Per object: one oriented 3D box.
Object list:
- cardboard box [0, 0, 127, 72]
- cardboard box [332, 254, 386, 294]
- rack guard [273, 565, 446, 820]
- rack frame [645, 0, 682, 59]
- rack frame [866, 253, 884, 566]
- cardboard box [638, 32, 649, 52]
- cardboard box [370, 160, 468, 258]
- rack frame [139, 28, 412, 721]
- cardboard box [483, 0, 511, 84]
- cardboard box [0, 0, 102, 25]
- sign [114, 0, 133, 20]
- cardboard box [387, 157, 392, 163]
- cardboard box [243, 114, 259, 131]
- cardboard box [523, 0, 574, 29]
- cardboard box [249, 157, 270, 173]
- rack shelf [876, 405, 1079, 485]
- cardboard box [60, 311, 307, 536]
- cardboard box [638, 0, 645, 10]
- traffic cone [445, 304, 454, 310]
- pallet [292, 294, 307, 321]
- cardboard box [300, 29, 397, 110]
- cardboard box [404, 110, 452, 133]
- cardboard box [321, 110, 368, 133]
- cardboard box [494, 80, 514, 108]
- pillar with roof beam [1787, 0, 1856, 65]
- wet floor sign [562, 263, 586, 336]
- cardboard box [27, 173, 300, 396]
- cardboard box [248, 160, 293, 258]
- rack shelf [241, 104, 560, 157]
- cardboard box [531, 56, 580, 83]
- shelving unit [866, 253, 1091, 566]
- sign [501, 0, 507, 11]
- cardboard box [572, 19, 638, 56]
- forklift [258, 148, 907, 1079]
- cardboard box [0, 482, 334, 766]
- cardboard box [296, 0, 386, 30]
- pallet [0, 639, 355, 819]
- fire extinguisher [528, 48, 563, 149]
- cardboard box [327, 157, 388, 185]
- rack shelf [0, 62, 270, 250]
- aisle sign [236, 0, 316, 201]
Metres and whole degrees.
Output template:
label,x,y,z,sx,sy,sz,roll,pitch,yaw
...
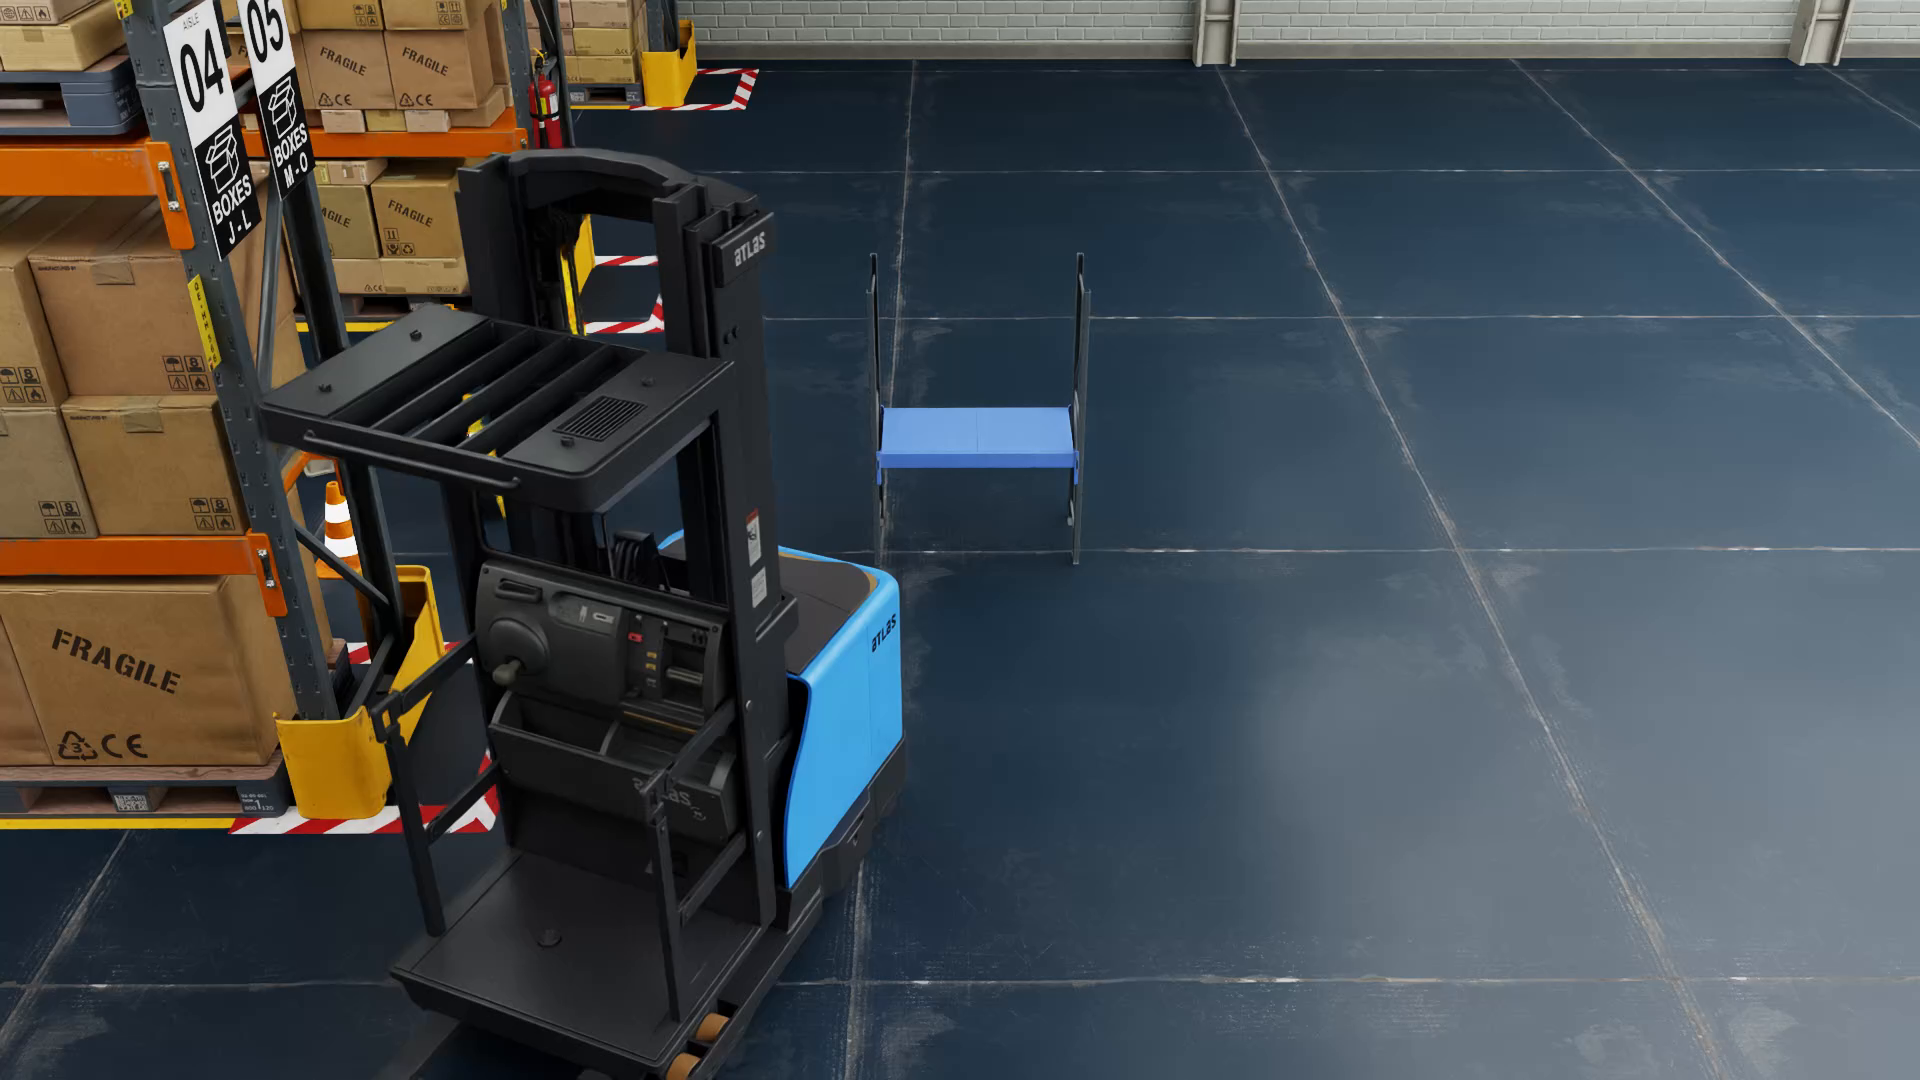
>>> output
label,x,y,z,sx,sy,sz,roll,pitch,yaw
cardboard box,-2.929,-1.655,5.435,0.250,0.149,0.380,0,31,0
cardboard box,-4.055,-1.866,11.180,0.500,0.250,0.500,0,31,0
rack guard,-2.575,0.634,7.223,0.348,0.500,1.175,0,31,0
rack frame,-2.763,-5.577,15.050,0.127,3.000,1.000,0,31,0
rack frame,-0.423,-0.640,8.359,0.032,1.500,0.500,0,31,0
cardboard box,-3.256,-4.681,15.819,0.500,0.250,0.500,0,31,0
cardboard box,-3.529,-2.189,10.989,0.500,0.500,0.500,0,31,0
rack frame,-2.599,-0.435,6.575,0.127,3.000,1.000,0,31,0
cardboard box,-3.205,-3.314,10.938,0.500,0.500,0.500,-1,31,-1
cardboard box,-3.087,-1.856,5.382,0.500,0.250,0.500,0,31,0
sign,-2.610,-1.780,5.123,0.005,0.325,0.100,0,31,0
cardboard box,-4.085,-2.463,11.441,0.500,0.500,0.500,-1,31,-2
cardboard box,-4.381,-2.742,10.620,0.250,0.149,0.380,0,31,-1
cardboard box,-3.733,-4.840,15.118,0.500,0.250,0.500,0,31,1
cardboard box,-4.411,-2.431,10.763,0.250,0.149,0.380,1,31,2
rack shelf,0.085,-0.488,8.455,1.000,0.185,0.538,0,31,0
cardboard box,-2.970,-0.474,6.495,0.550,0.550,0.875,0,31,0
cardboard box,-3.245,-5.105,15.554,0.500,0.250,0.500,-1,31,-1
traffic cone,-3.152,-1.247,10.359,0.334,0.463,0.336,0,31,0
pallet,-4.835,-1.823,11.551,1.213,0.211,1.003,0,31,0
cardboard box,-3.772,-3.028,10.466,0.500,0.500,0.500,0,31,0
cardboard box,-3.355,-2.724,10.590,0.250,0.149,0.380,-1,31,-1
cardboard box,-3.869,-2.718,10.580,0.250,0.149,0.380,0,31,1
cardboard box,-3.071,-3.001,11.046,0.250,0.149,0.380,0,31,0
pillar with roof beam,8.561,-6.411,10.642,0.400,9.000,9.100,0,31,0
wet floor sign,-2.533,-1.441,10.503,0.232,0.644,0.267,10,33,17
cardboard box,-2.970,-0.979,6.287,0.550,0.550,0.875,0,31,0
cardboard box,-4.556,-2.187,10.987,0.500,0.500,0.500,-1,31,-1
rack shelf,-4.730,-2.688,10.982,4.000,0.370,1.077,0,31,0
cardboard box,-3.729,-4.419,15.387,0.500,0.250,0.500,0,31,0
shelving unit,0.085,-0.641,8.361,1.048,1.500,0.538,0,31,0
sign,-2.747,-3.344,9.949,0.005,0.325,0.100,0,31,0
cardboard box,-3.248,-4.631,15.255,0.500,0.250,0.500,-1,31,-1
forklift,-1.270,0.395,5.273,1.130,2.935,3.031,13,33,20
cardboard box,-3.277,0.331,6.957,0.875,0.875,0.875,0,31,0
cardboard box,-3.745,-3.487,10.258,0.500,0.500,0.700,0,31,0
pallet,-3.398,0.801,7.227,1.213,0.211,1.003,0,31,0
fire extinguisher,-2.613,-2.730,10.433,0.183,0.674,0.296,0,31,0
cardboard box,-3.896,-2.430,10.761,0.250,0.149,0.380,1,31,1
rack shelf,-4.599,-1.403,5.973,4.000,0.370,1.077,0,31,0
aisle sign,-2.530,-1.702,6.157,0.004,0.787,0.394,0,31,0
